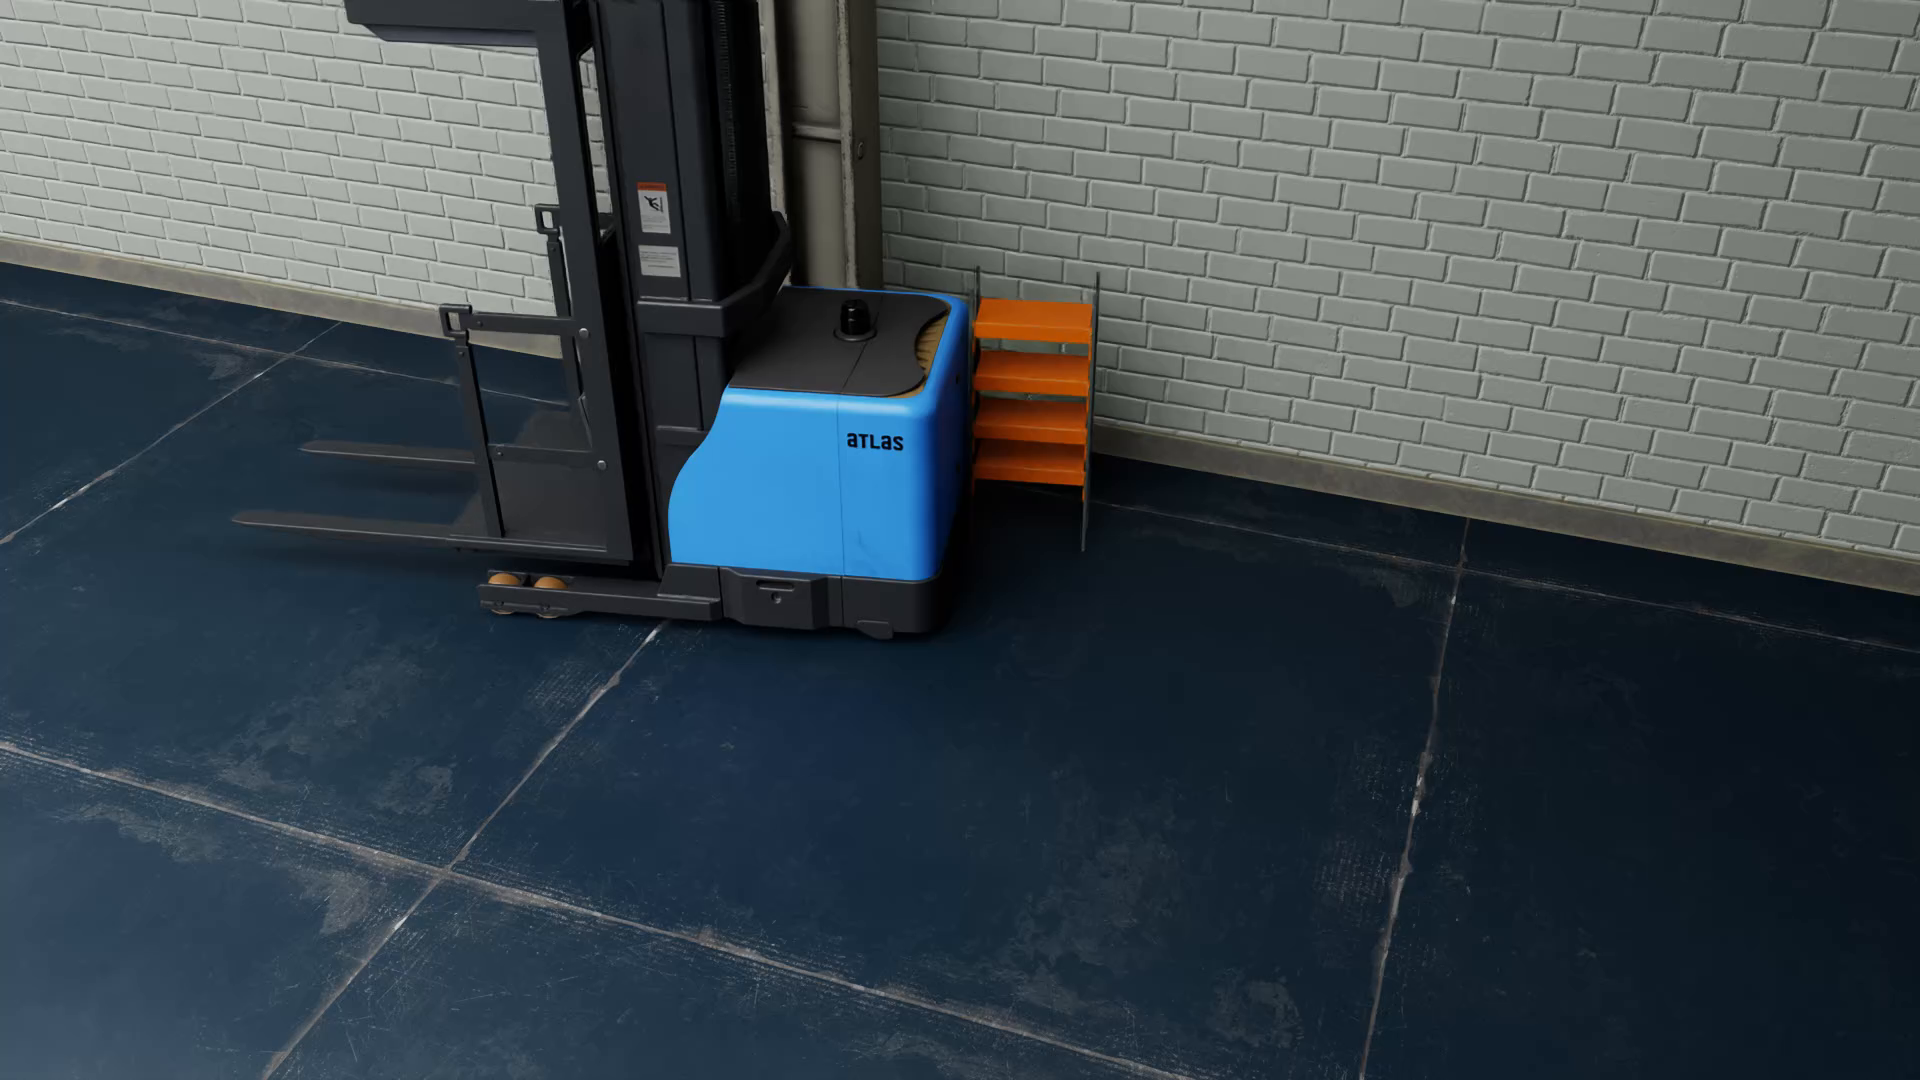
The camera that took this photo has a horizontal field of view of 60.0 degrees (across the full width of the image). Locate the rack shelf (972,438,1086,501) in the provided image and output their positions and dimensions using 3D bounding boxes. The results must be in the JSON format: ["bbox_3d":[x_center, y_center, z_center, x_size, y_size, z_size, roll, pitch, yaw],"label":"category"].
[{"bbox_3d":[0.303,-0.308,7.111,0.480,0.148,0.258,4,33,6],"label":"rack shelf"}]

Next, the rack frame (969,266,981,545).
[{"bbox_3d":[0.061,-0.548,6.993,0.015,1.200,0.240,4,33,6],"label":"rack frame"}]

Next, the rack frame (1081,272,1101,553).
[{"bbox_3d":[0.545,-0.514,6.940,0.015,1.200,0.240,4,33,6],"label":"rack frame"}]

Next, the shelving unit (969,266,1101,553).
[{"bbox_3d":[0.303,-0.531,6.967,0.503,1.200,0.258,4,33,6],"label":"shelving unit"}]

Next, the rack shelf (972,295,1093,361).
[{"bbox_3d":[0.303,-0.861,6.754,0.480,0.148,0.258,4,33,6],"label":"rack shelf"}]

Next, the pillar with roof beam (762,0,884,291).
[{"bbox_3d":[-2.049,-2.171,2.316,0.400,9.000,9.100,11,34,16],"label":"pillar with roof beam"}]

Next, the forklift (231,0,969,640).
[{"bbox_3d":[-1.511,-1.191,6.393,3.031,2.935,1.130,4,33,7],"label":"forklift"}]

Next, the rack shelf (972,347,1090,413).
[{"bbox_3d":[0.303,-0.663,6.882,0.480,0.148,0.258,4,33,6],"label":"rack shelf"}]

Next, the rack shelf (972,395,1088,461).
[{"bbox_3d":[0.303,-0.475,7.003,0.480,0.148,0.258,4,33,6],"label":"rack shelf"}]
